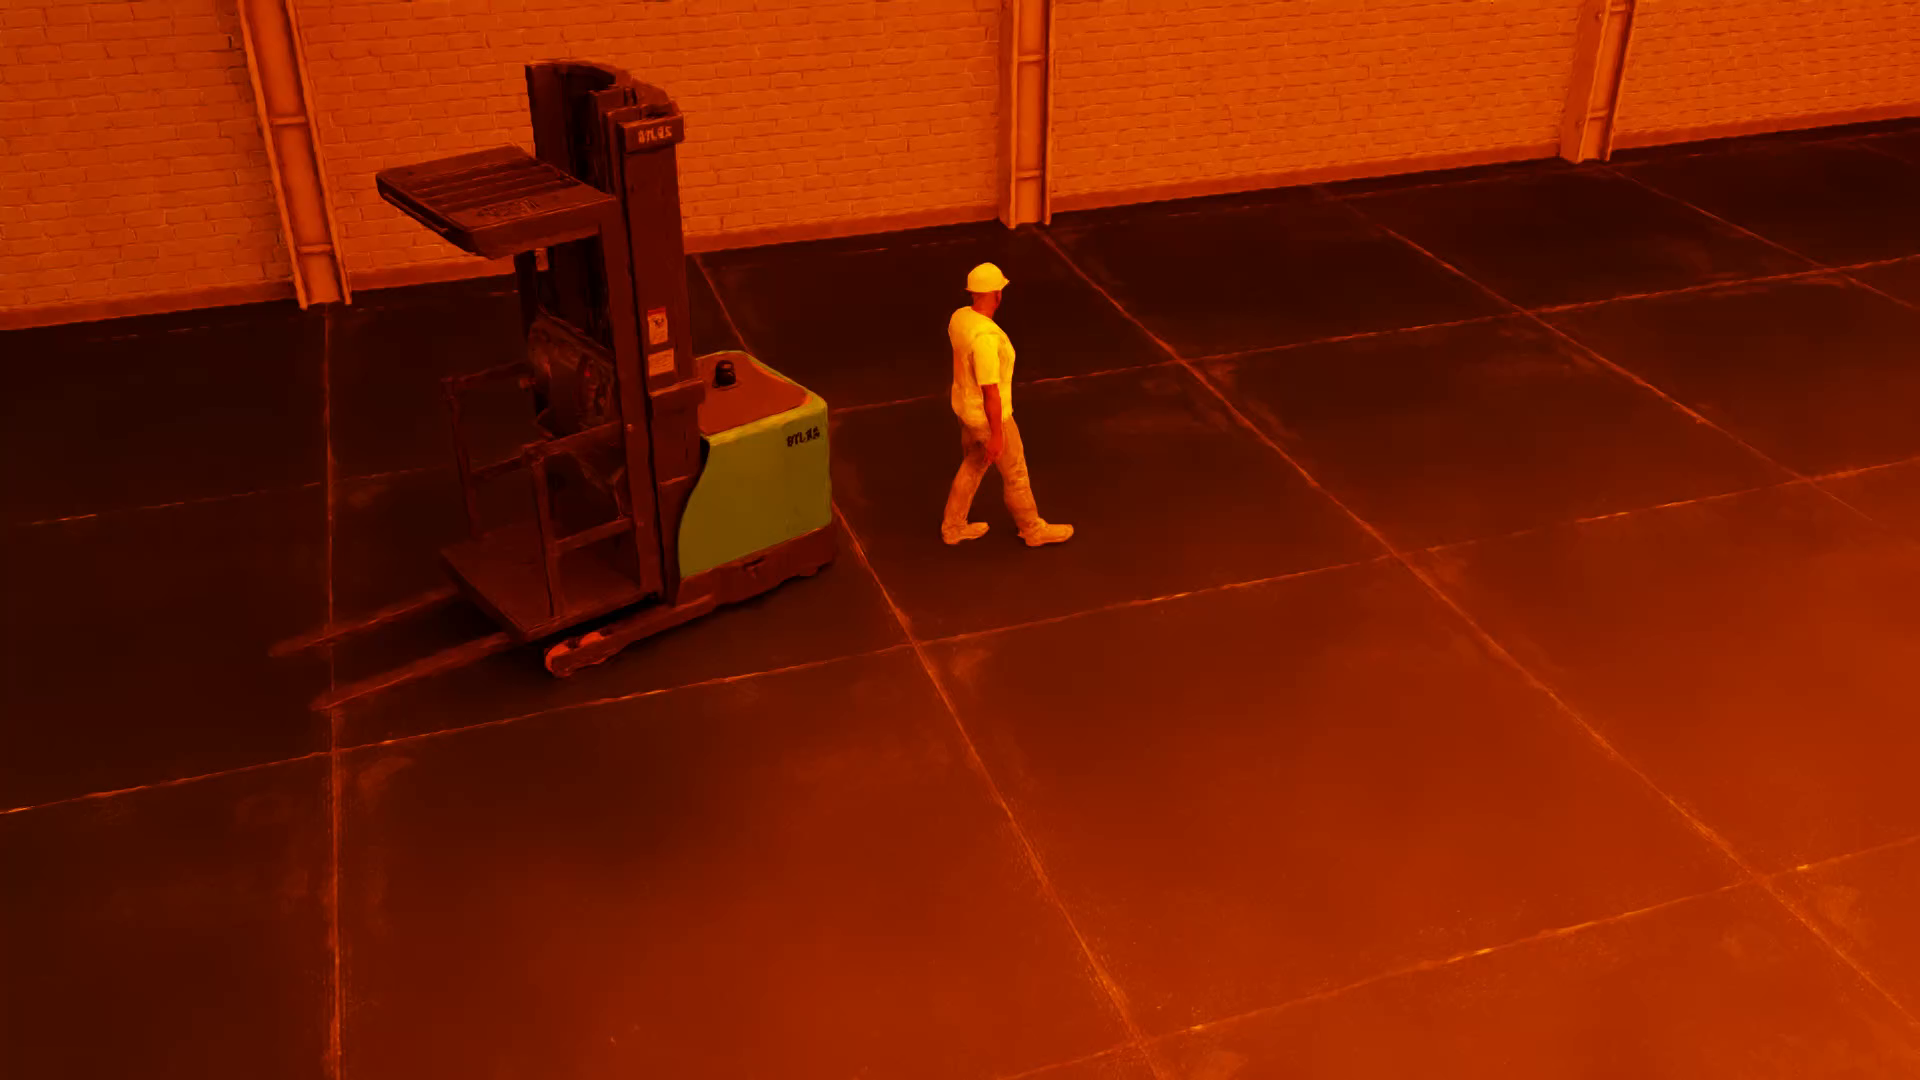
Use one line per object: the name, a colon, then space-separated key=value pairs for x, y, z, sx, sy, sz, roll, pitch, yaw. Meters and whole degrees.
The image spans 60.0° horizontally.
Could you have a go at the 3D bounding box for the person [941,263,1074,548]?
person: x=0.262 y=-0.774 z=9.634 sx=0.762 sy=1.742 sz=0.725 roll=-11 pitch=32 yaw=-18

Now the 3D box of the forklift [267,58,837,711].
forklift: x=-2.188 y=-0.845 z=8.555 sx=3.031 sy=2.935 sz=1.130 roll=-22 pitch=36 yaw=-33
